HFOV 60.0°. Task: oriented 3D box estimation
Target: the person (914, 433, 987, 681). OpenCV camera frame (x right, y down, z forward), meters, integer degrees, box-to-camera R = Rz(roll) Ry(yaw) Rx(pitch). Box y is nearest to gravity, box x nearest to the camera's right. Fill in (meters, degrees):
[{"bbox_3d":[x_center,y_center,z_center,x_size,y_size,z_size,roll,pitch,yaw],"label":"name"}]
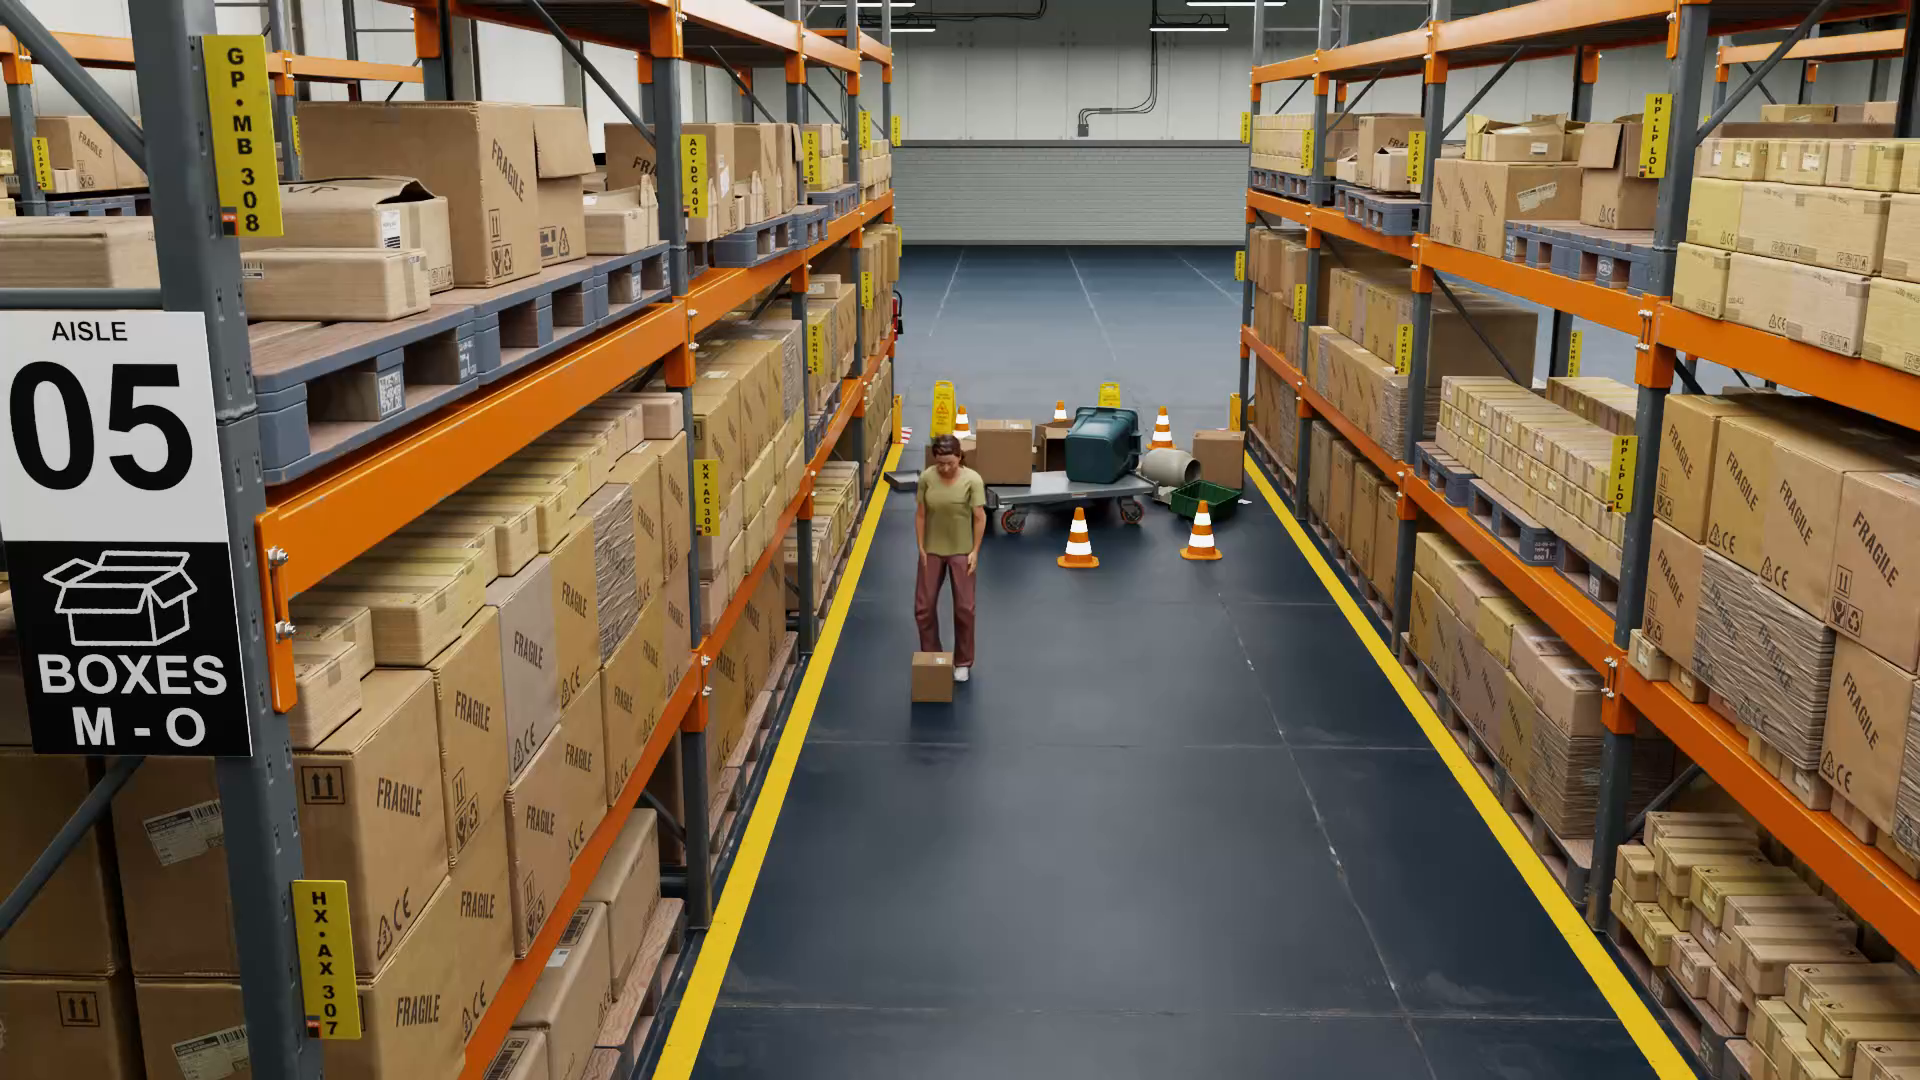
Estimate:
[{"bbox_3d":[-0.065,0.099,10.724,0.470,1.627,0.388,3,14,13],"label":"person"}]
